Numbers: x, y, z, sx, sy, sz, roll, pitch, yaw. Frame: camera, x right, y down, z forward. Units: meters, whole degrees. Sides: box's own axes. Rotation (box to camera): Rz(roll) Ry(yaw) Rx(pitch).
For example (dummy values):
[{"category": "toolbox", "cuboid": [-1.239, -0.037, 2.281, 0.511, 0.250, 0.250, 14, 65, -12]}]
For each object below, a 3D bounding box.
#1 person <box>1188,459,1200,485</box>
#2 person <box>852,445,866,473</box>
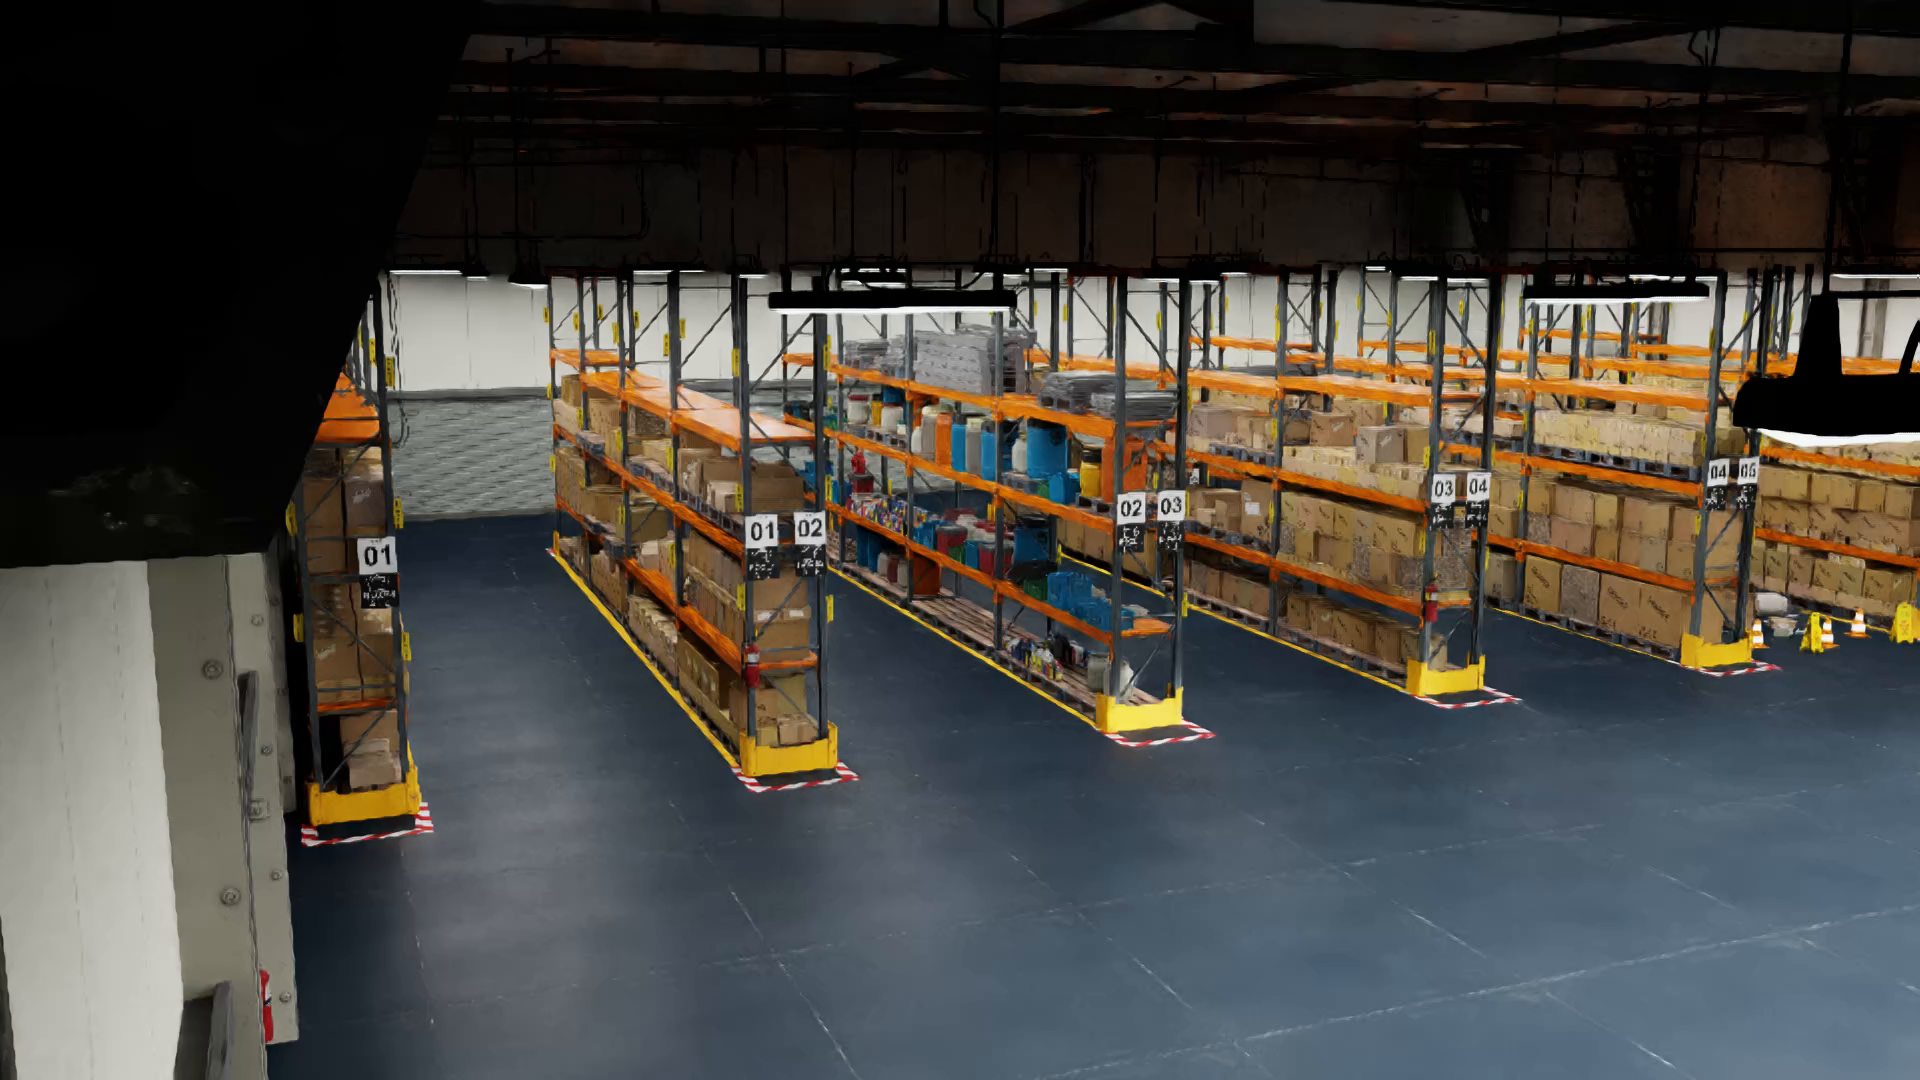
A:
[{"category": "person", "cuboid": [5.324, -1.028, 37.657, 0.538, 1.664, 0.574, 1, 10, 8]}, {"category": "person", "cuboid": [-2.415, -1.469, 40.037, 0.587, 1.719, 0.772, 3, 10, 17]}]
